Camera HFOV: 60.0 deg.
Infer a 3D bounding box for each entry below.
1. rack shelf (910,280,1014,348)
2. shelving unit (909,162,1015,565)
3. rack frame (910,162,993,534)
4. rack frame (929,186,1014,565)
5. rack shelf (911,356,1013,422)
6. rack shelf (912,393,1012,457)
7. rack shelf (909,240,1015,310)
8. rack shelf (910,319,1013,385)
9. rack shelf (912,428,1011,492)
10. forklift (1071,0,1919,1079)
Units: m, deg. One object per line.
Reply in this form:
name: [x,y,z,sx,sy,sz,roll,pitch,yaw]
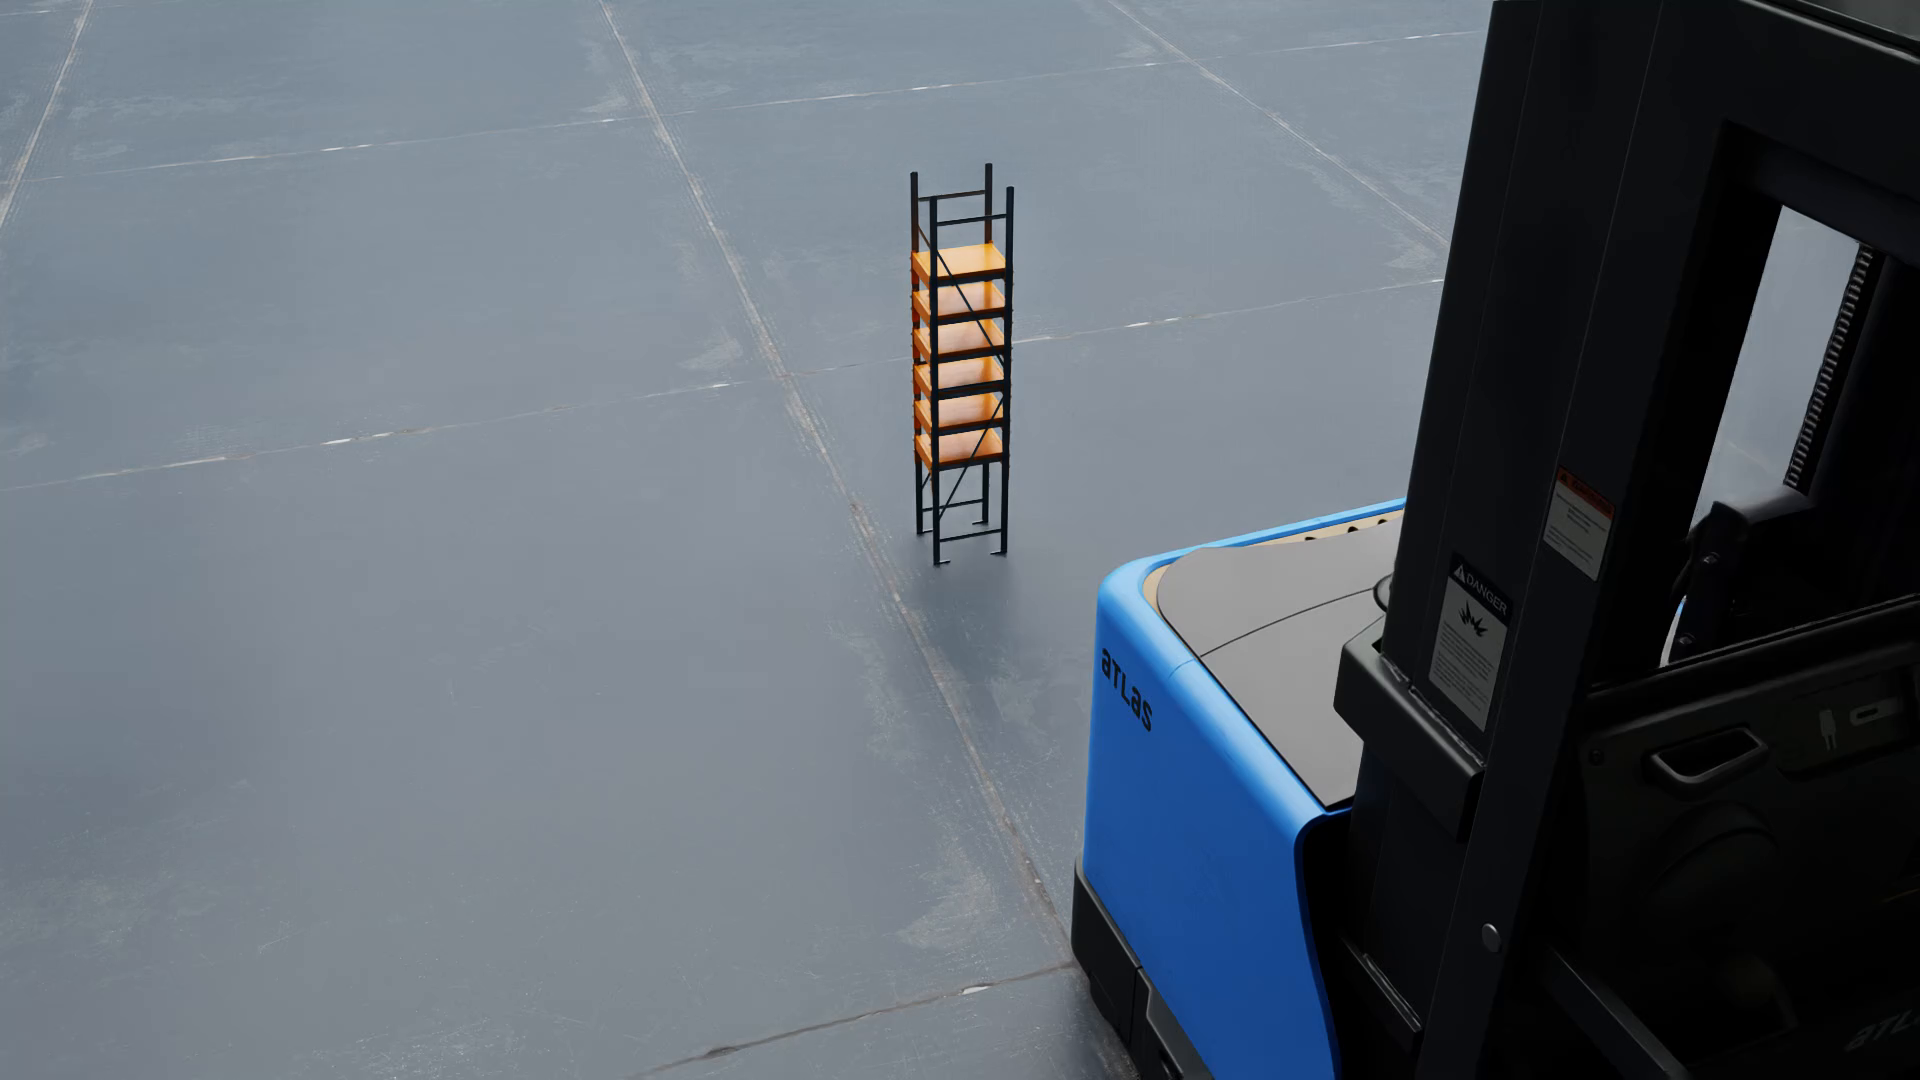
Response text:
rack shelf: [0.004,-0.656,4.800,0.258,0.103,0.180,-10,35,-15]
shelving unit: [0.004,-0.493,4.908,0.258,1.200,0.189,-10,35,-15]
rack frame: [-0.023,-0.541,4.980,0.240,1.200,0.006,-10,35,-15]
rack frame: [0.032,-0.445,4.835,0.240,1.200,0.006,-10,35,-15]
rack shelf: [0.004,-0.456,4.932,0.258,0.103,0.180,-10,35,-15]
rack shelf: [0.004,-0.356,4.998,0.258,0.103,0.180,-10,35,-15]
rack shelf: [0.004,-0.756,4.734,0.258,0.103,0.180,-10,35,-15]
rack shelf: [0.004,-0.556,4.866,0.258,0.103,0.180,-10,35,-15]
rack shelf: [0.004,-0.256,5.065,0.258,0.103,0.180,-10,35,-15]
forklift: [1.266,0.381,2.015,1.130,2.935,3.031,-12,35,-18]
